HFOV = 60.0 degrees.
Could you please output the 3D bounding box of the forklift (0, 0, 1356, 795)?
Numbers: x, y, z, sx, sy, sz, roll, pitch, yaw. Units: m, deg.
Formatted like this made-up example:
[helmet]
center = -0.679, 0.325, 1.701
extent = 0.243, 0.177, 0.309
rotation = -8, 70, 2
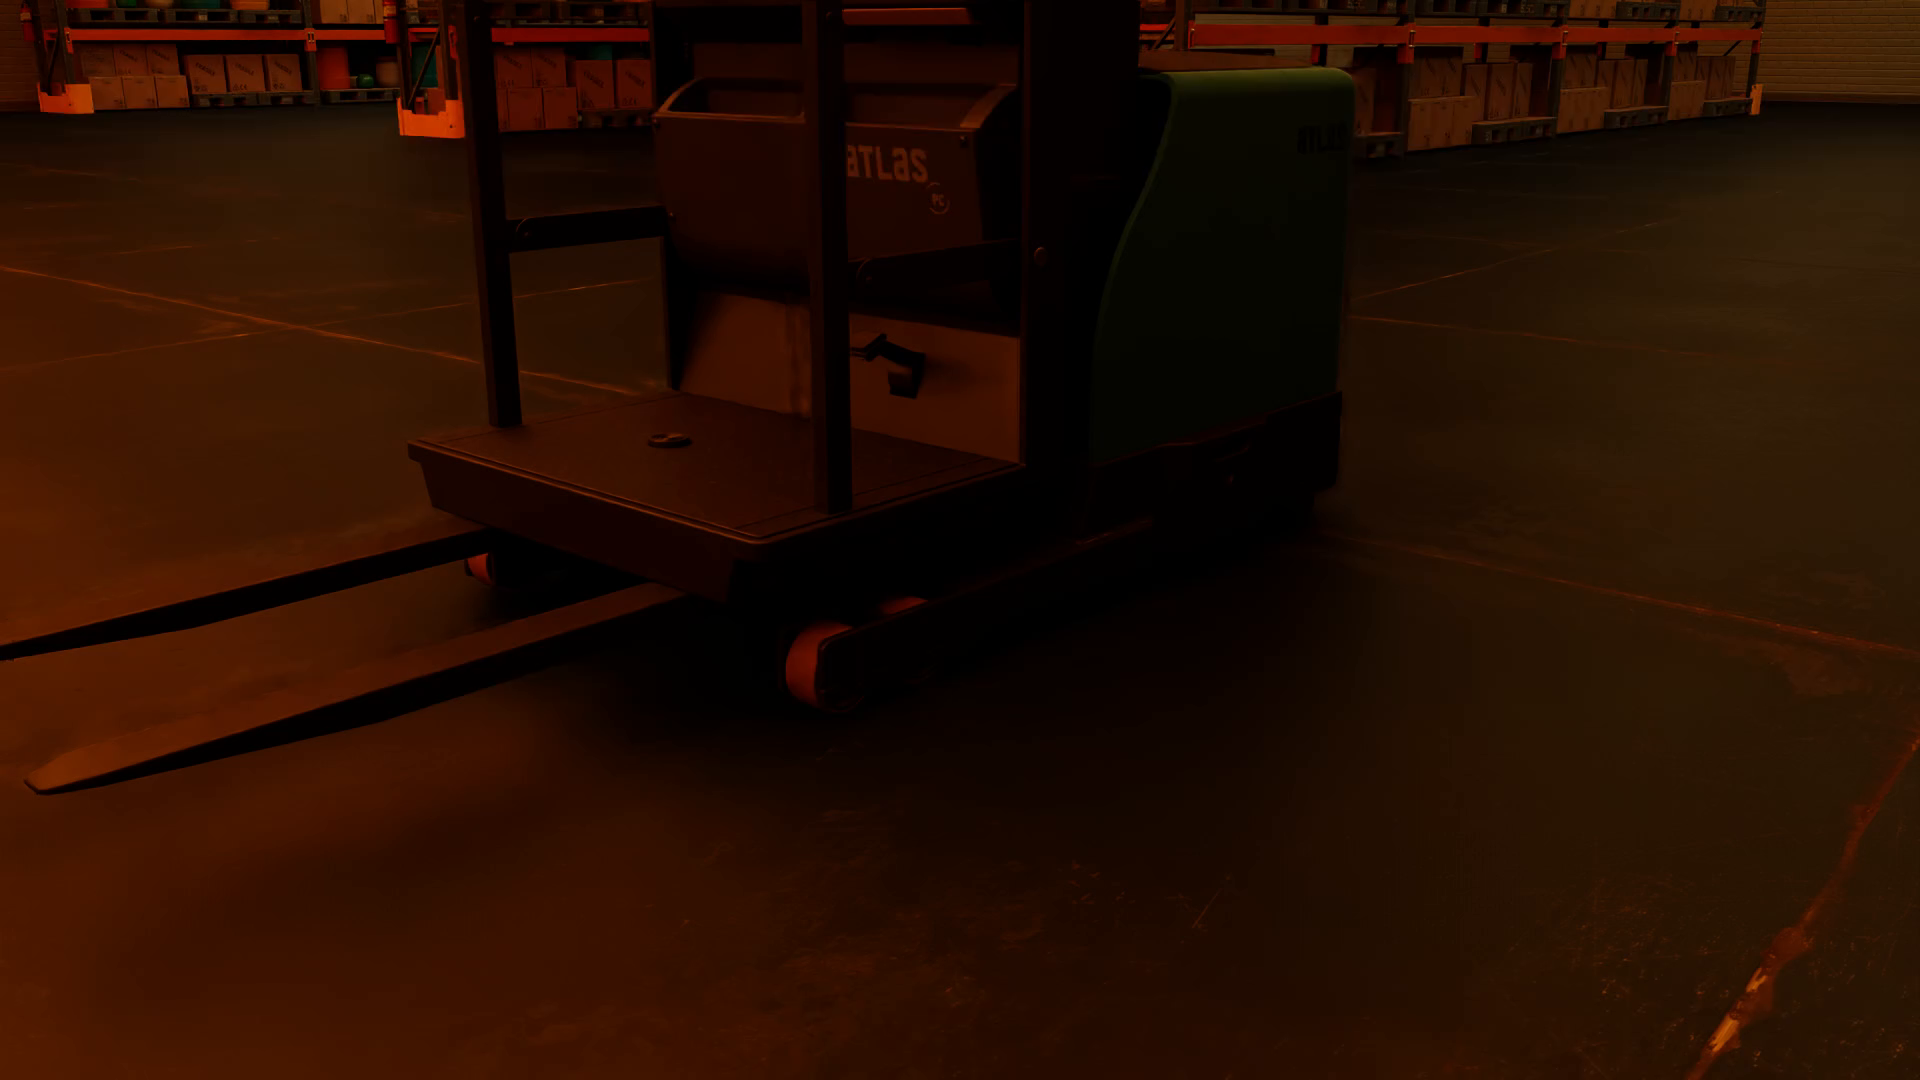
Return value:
[forklift]
center = -0.411, -1.261, 3.049
extent = 1.130, 2.935, 3.031
rotation = 15, 22, 40
